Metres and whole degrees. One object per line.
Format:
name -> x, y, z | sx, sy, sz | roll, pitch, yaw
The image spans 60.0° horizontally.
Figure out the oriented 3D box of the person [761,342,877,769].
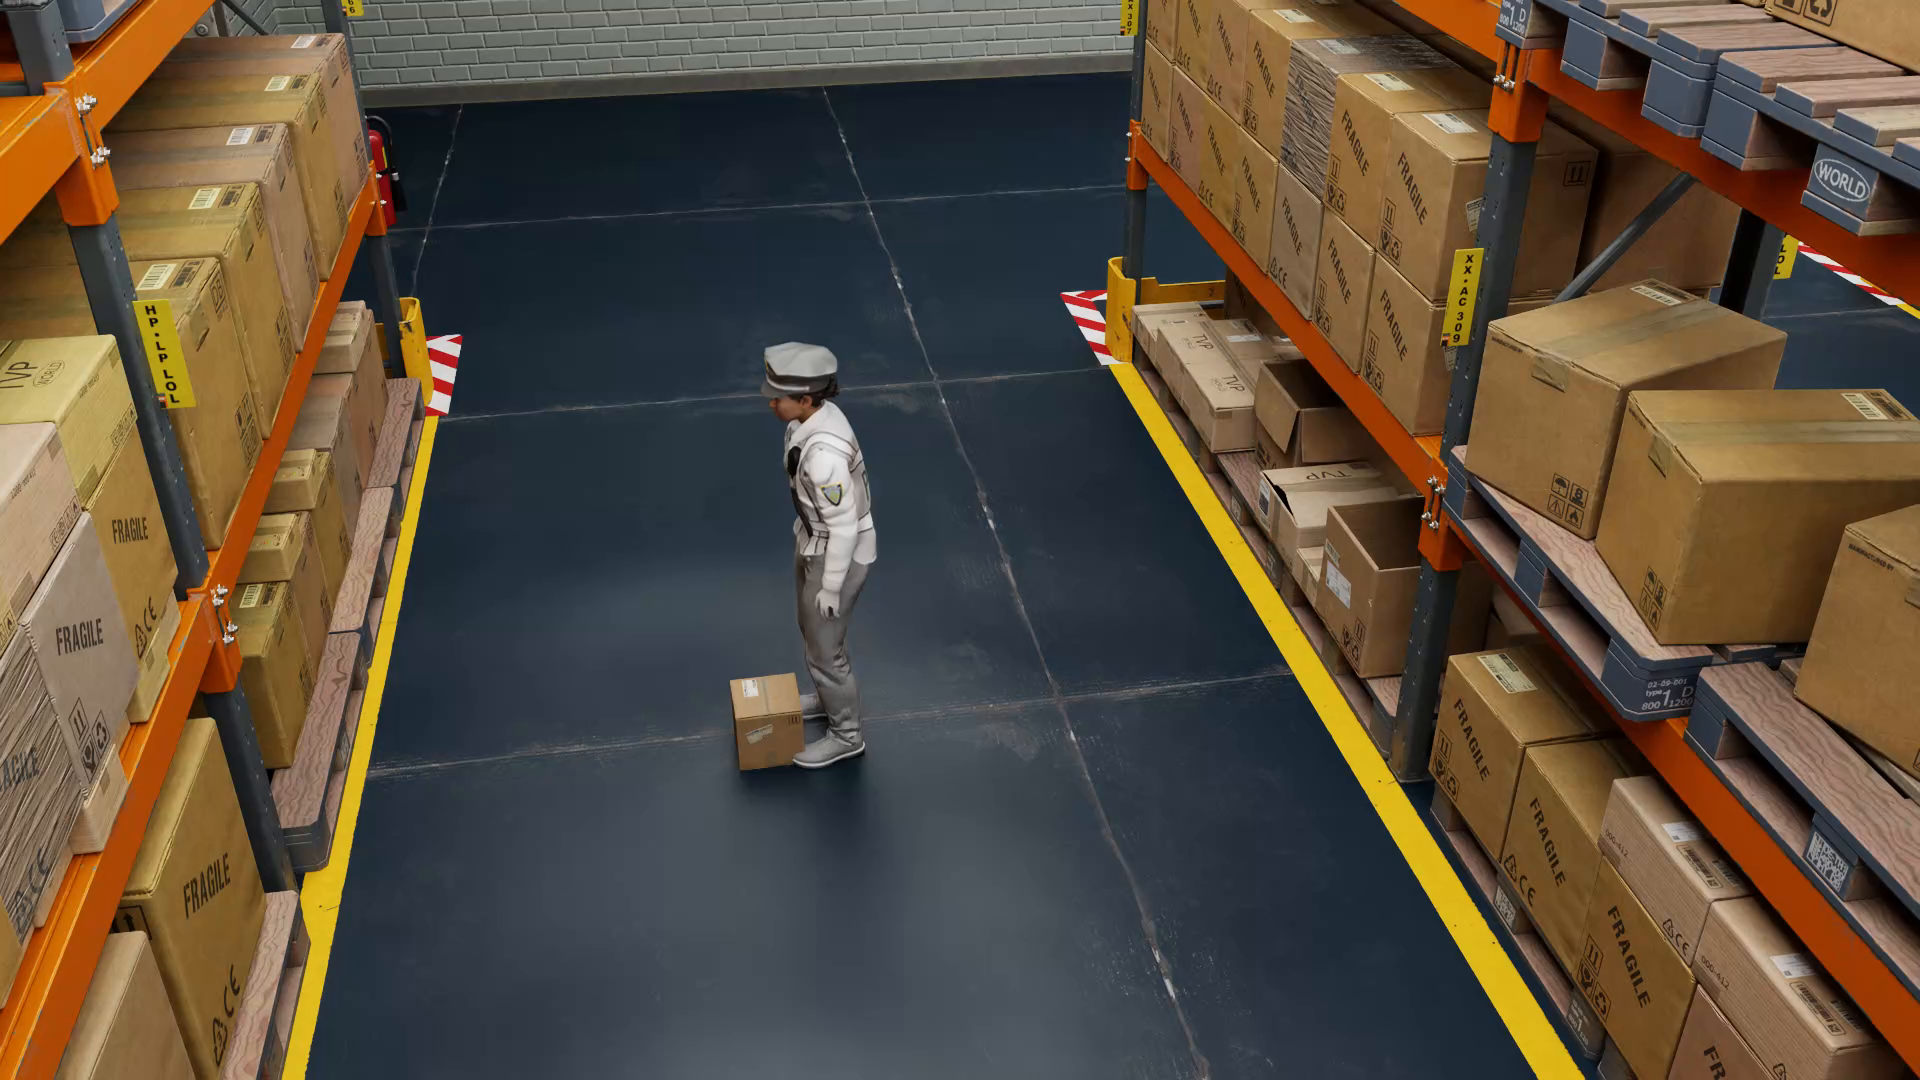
person -> -0.496, 0.063, 6.026 | 0.374, 1.661, 0.534 | -7, 32, -11
